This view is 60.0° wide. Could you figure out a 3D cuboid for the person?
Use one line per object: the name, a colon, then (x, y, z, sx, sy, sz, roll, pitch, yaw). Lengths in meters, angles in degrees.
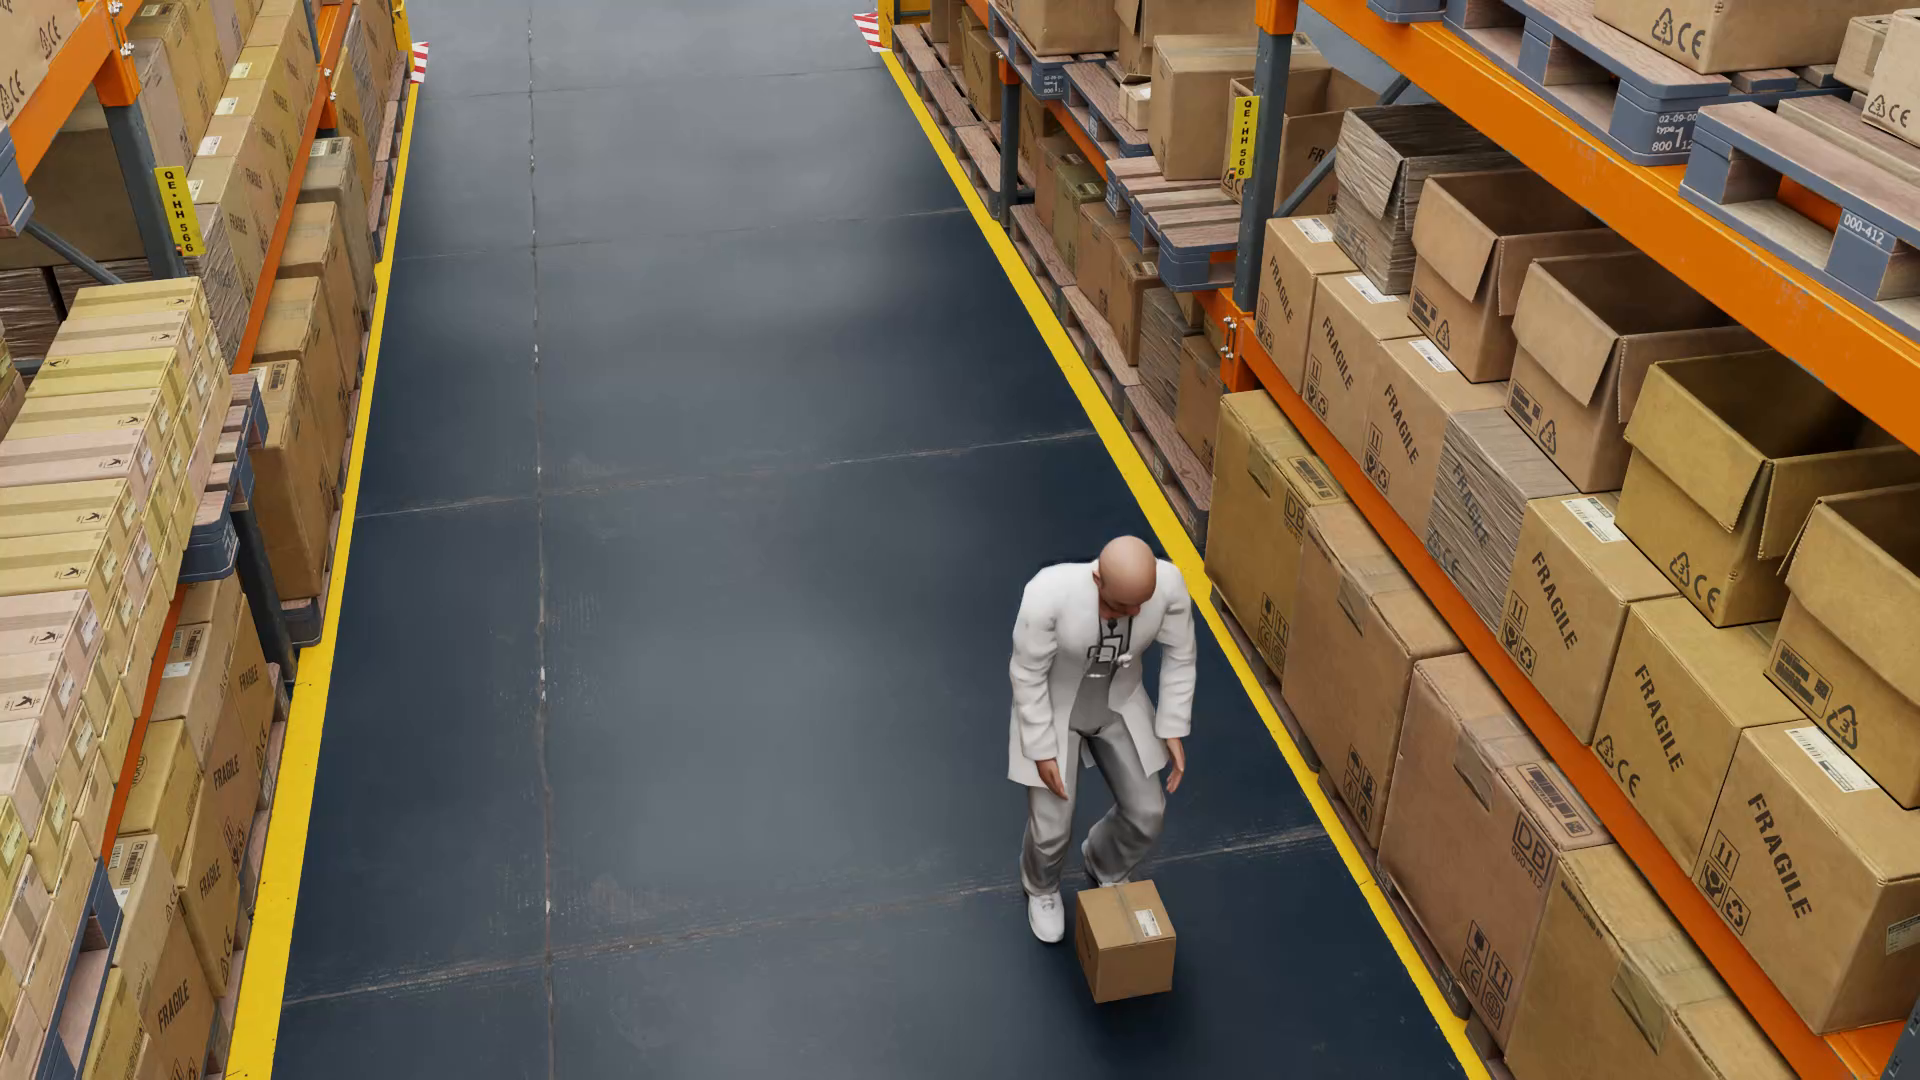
person: (0.448, 0.594, 5.419, 0.615, 1.623, 0.539, -7, 34, -10)
